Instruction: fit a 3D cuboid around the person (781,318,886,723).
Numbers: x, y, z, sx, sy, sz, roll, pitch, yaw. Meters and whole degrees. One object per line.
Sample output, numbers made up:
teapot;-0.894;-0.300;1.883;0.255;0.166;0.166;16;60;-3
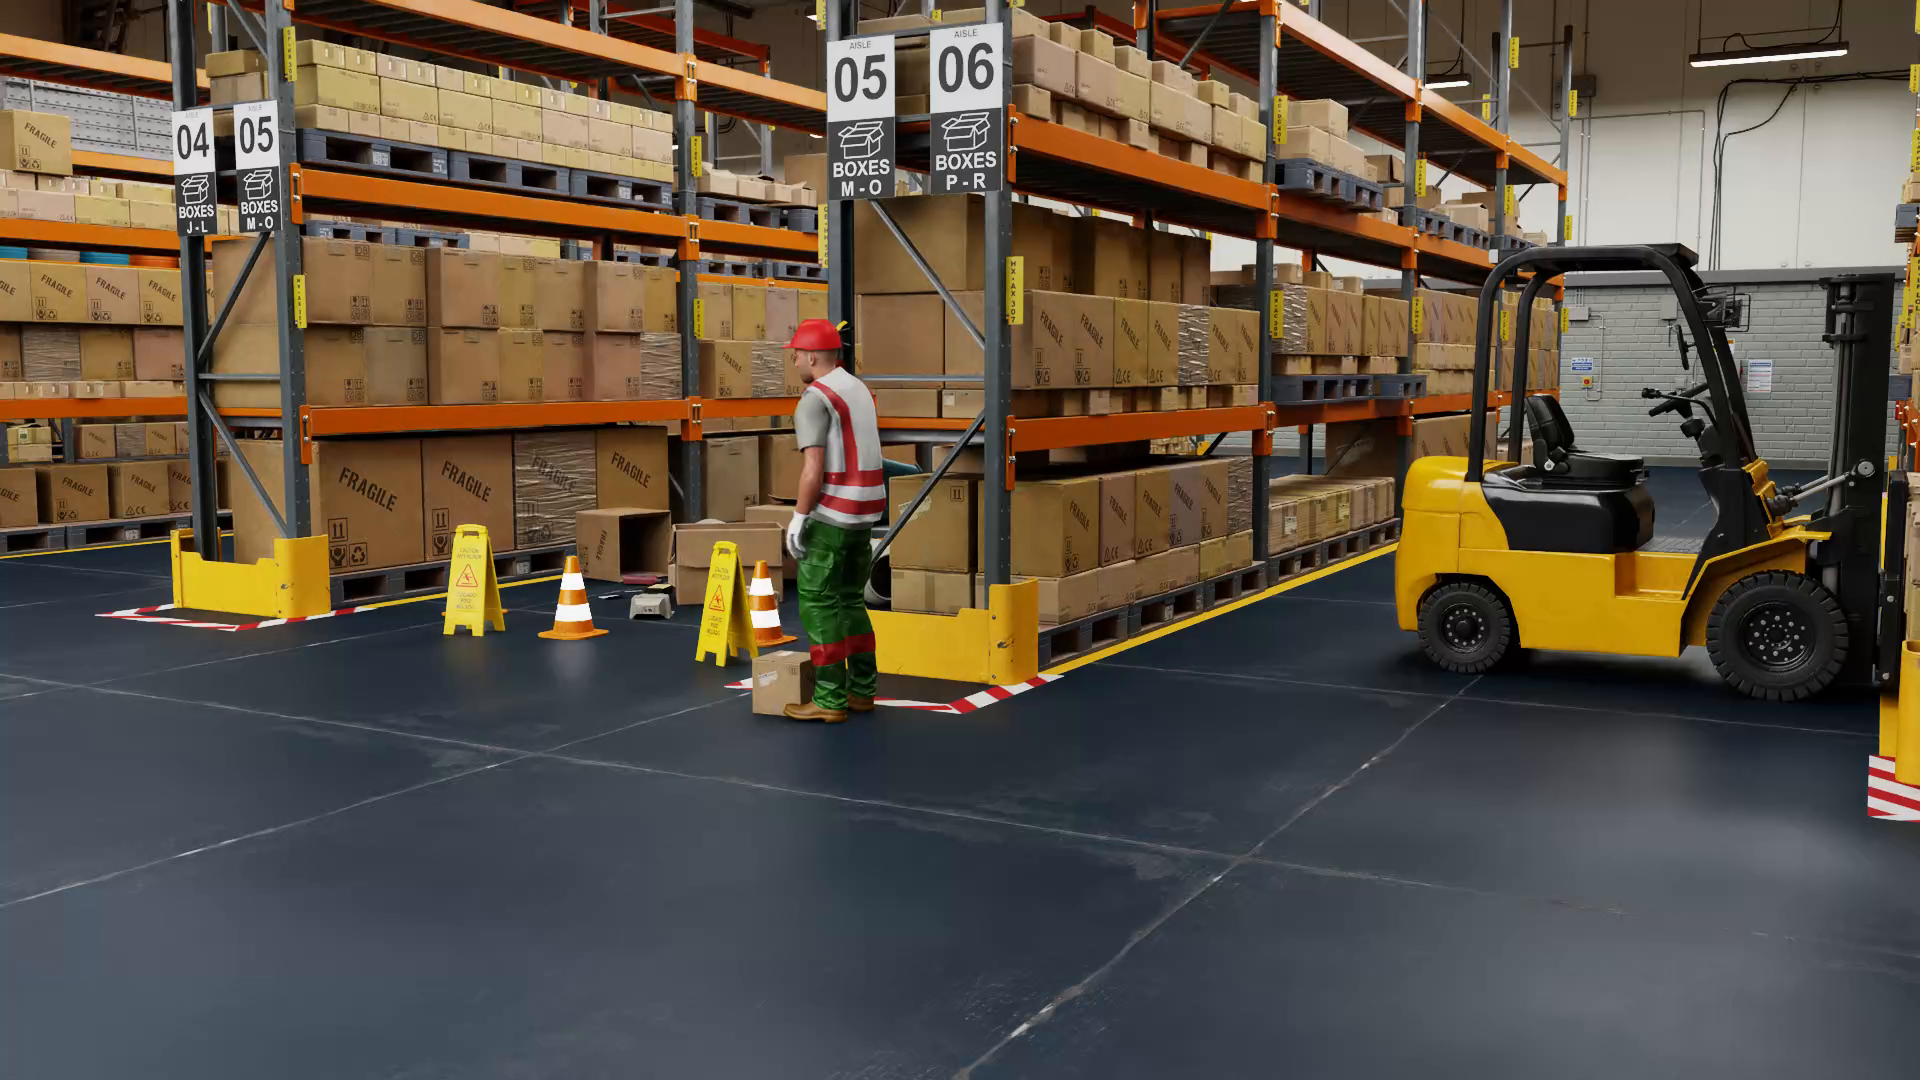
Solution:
person;-0.570;-0.093;7.412;0.450;1.778;0.604;3;7;27
